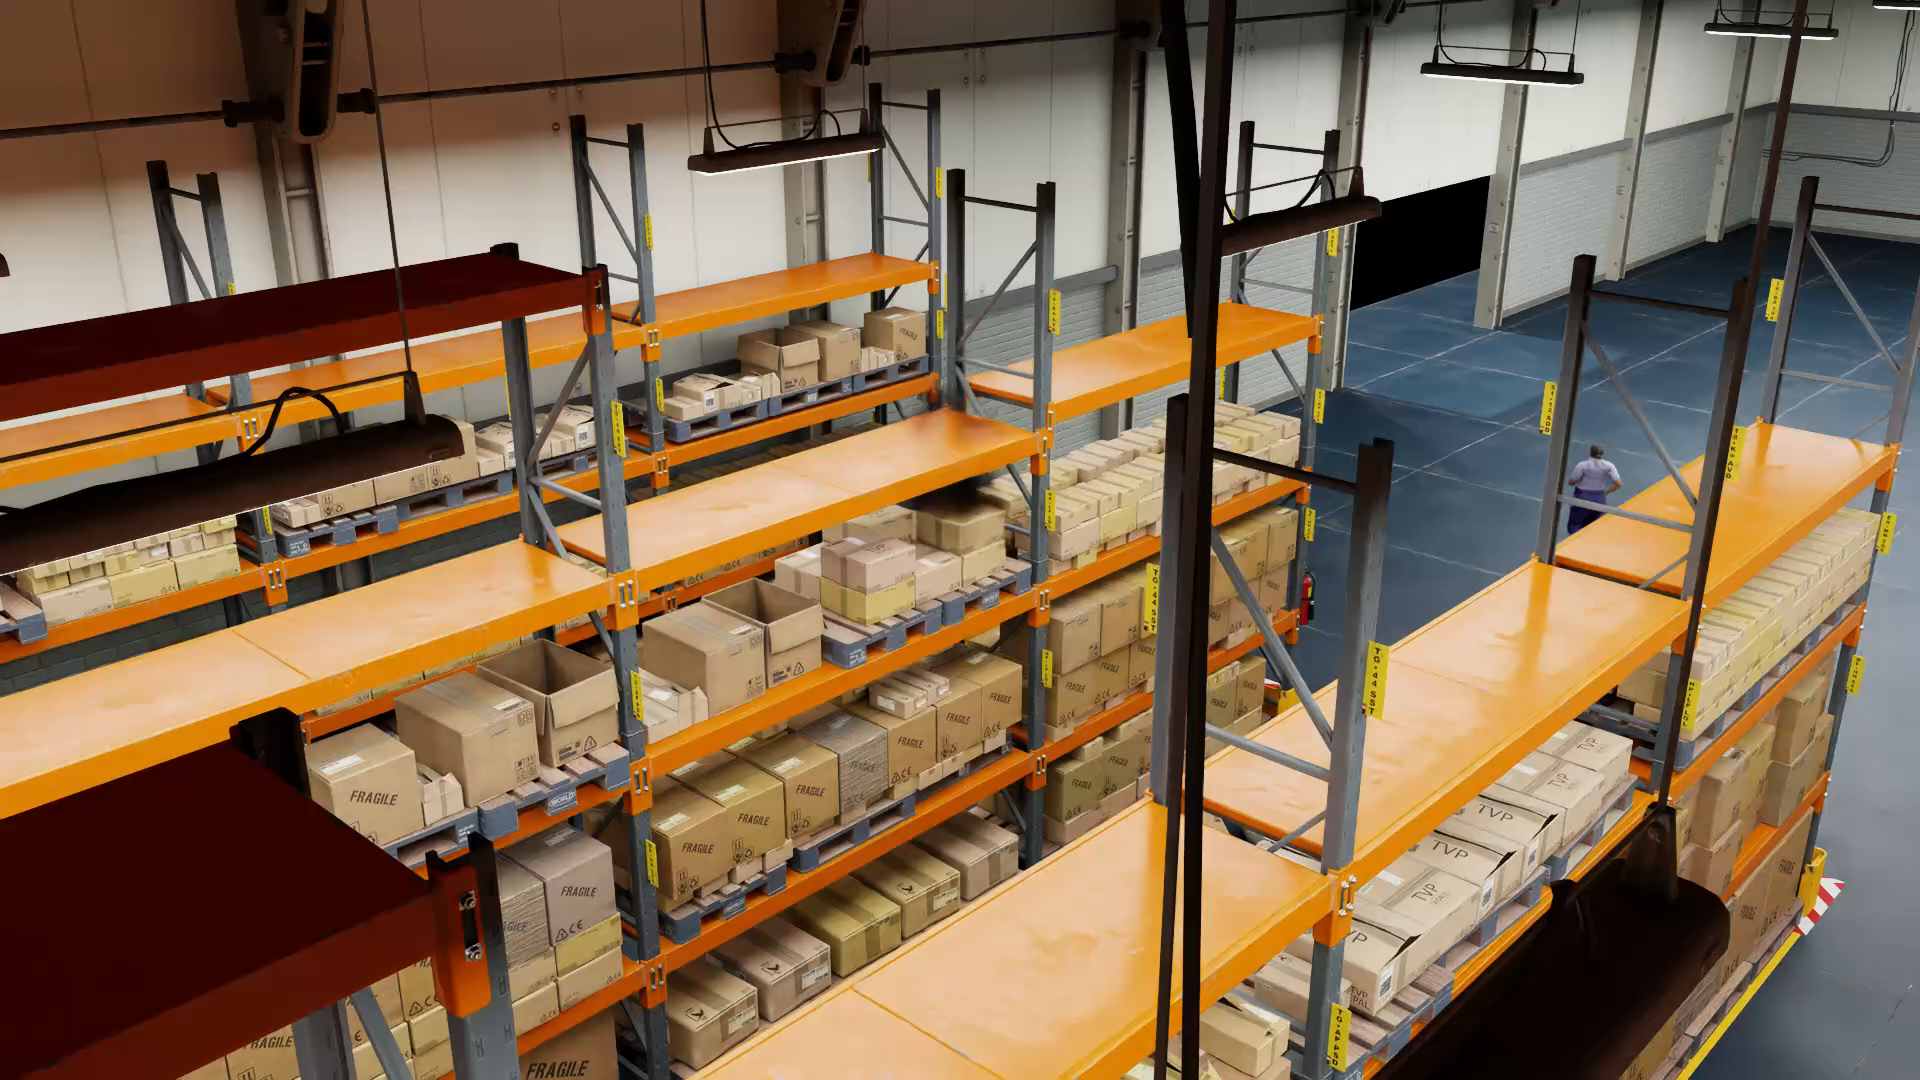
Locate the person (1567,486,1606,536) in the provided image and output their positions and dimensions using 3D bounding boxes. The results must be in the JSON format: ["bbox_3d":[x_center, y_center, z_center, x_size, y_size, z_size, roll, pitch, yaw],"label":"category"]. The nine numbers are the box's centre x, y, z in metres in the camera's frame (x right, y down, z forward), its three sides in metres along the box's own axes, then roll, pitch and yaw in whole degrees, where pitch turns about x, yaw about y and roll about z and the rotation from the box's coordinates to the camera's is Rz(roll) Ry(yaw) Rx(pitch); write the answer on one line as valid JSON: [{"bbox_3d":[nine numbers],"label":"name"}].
[{"bbox_3d":[7.957,-0.252,21.218,0.418,0.933,0.377,0,21,1],"label":"person"}]
